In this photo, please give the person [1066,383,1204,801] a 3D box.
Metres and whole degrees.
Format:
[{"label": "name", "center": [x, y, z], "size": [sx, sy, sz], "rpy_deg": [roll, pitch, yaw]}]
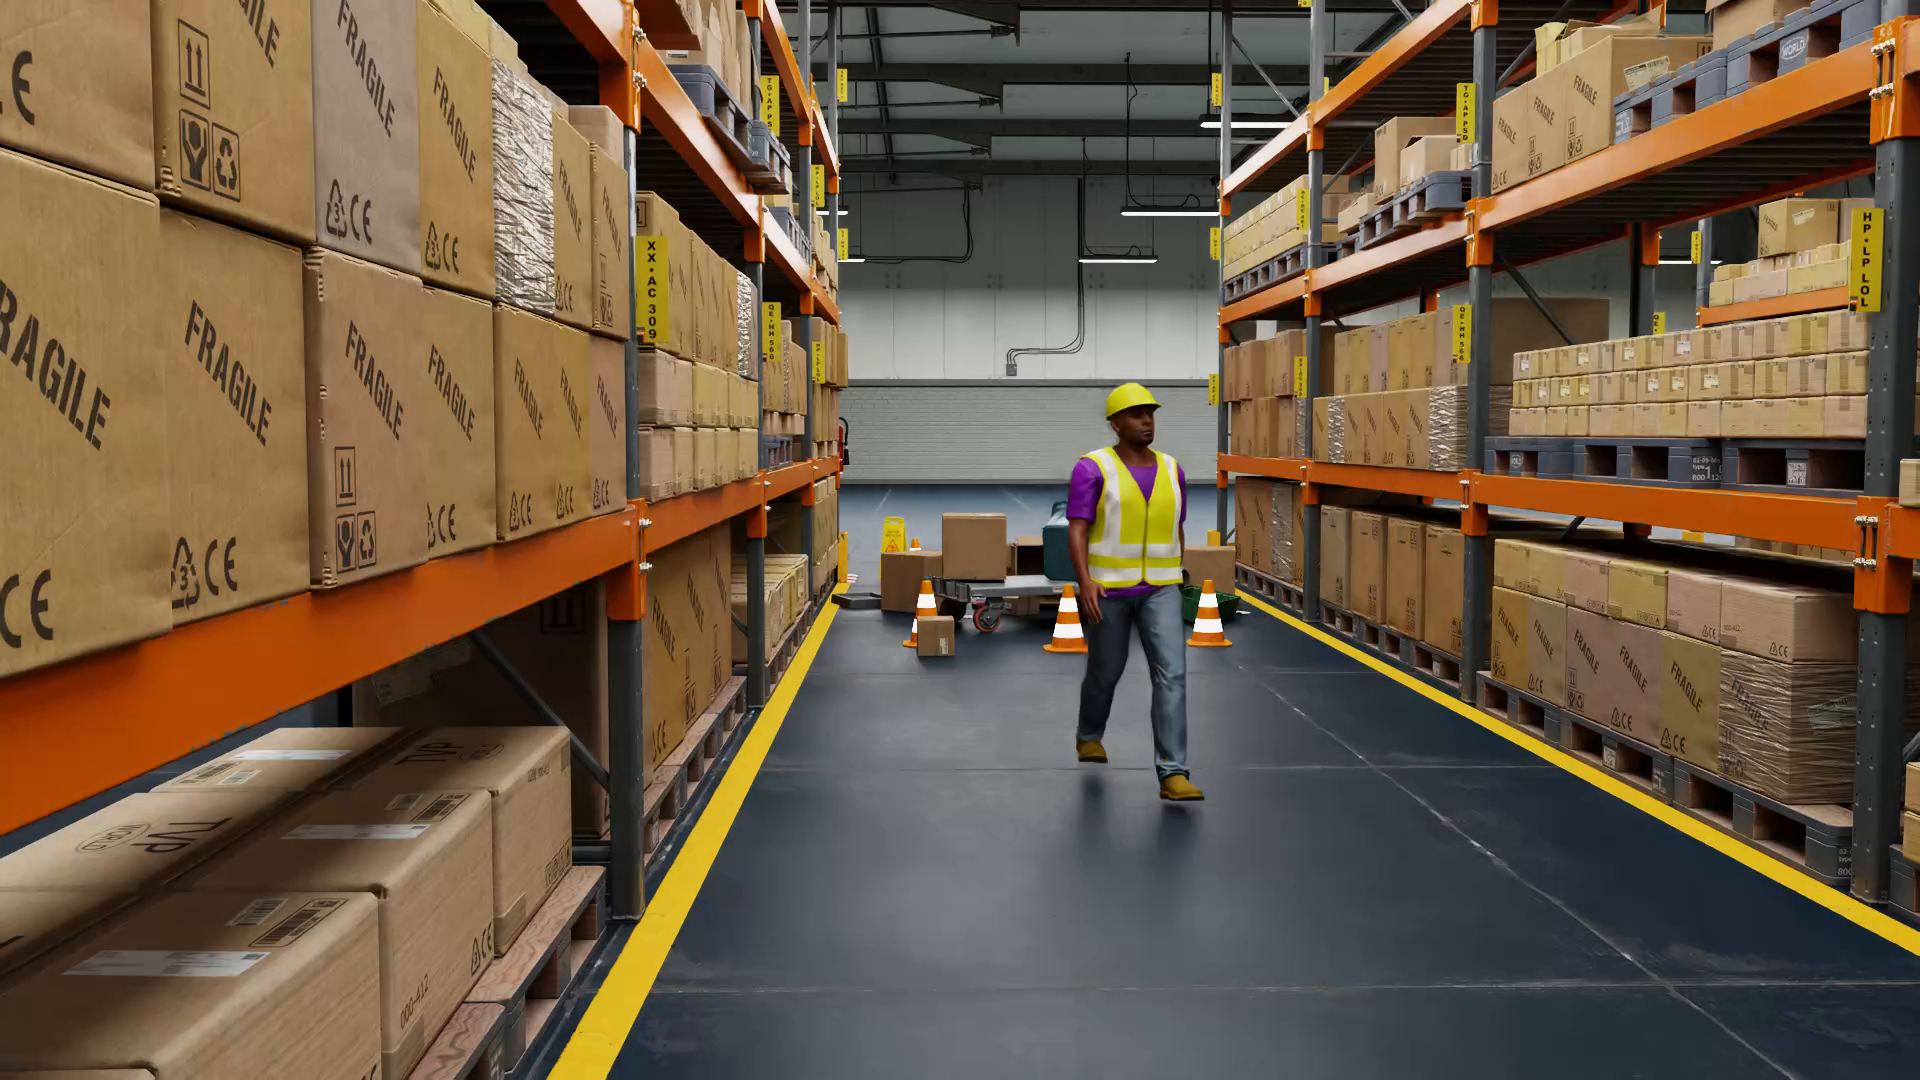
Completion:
[{"label": "person", "center": [0.732, 0.199, 7.041], "size": [0.569, 1.725, 1.021], "rpy_deg": [-1, 4, -12]}]
